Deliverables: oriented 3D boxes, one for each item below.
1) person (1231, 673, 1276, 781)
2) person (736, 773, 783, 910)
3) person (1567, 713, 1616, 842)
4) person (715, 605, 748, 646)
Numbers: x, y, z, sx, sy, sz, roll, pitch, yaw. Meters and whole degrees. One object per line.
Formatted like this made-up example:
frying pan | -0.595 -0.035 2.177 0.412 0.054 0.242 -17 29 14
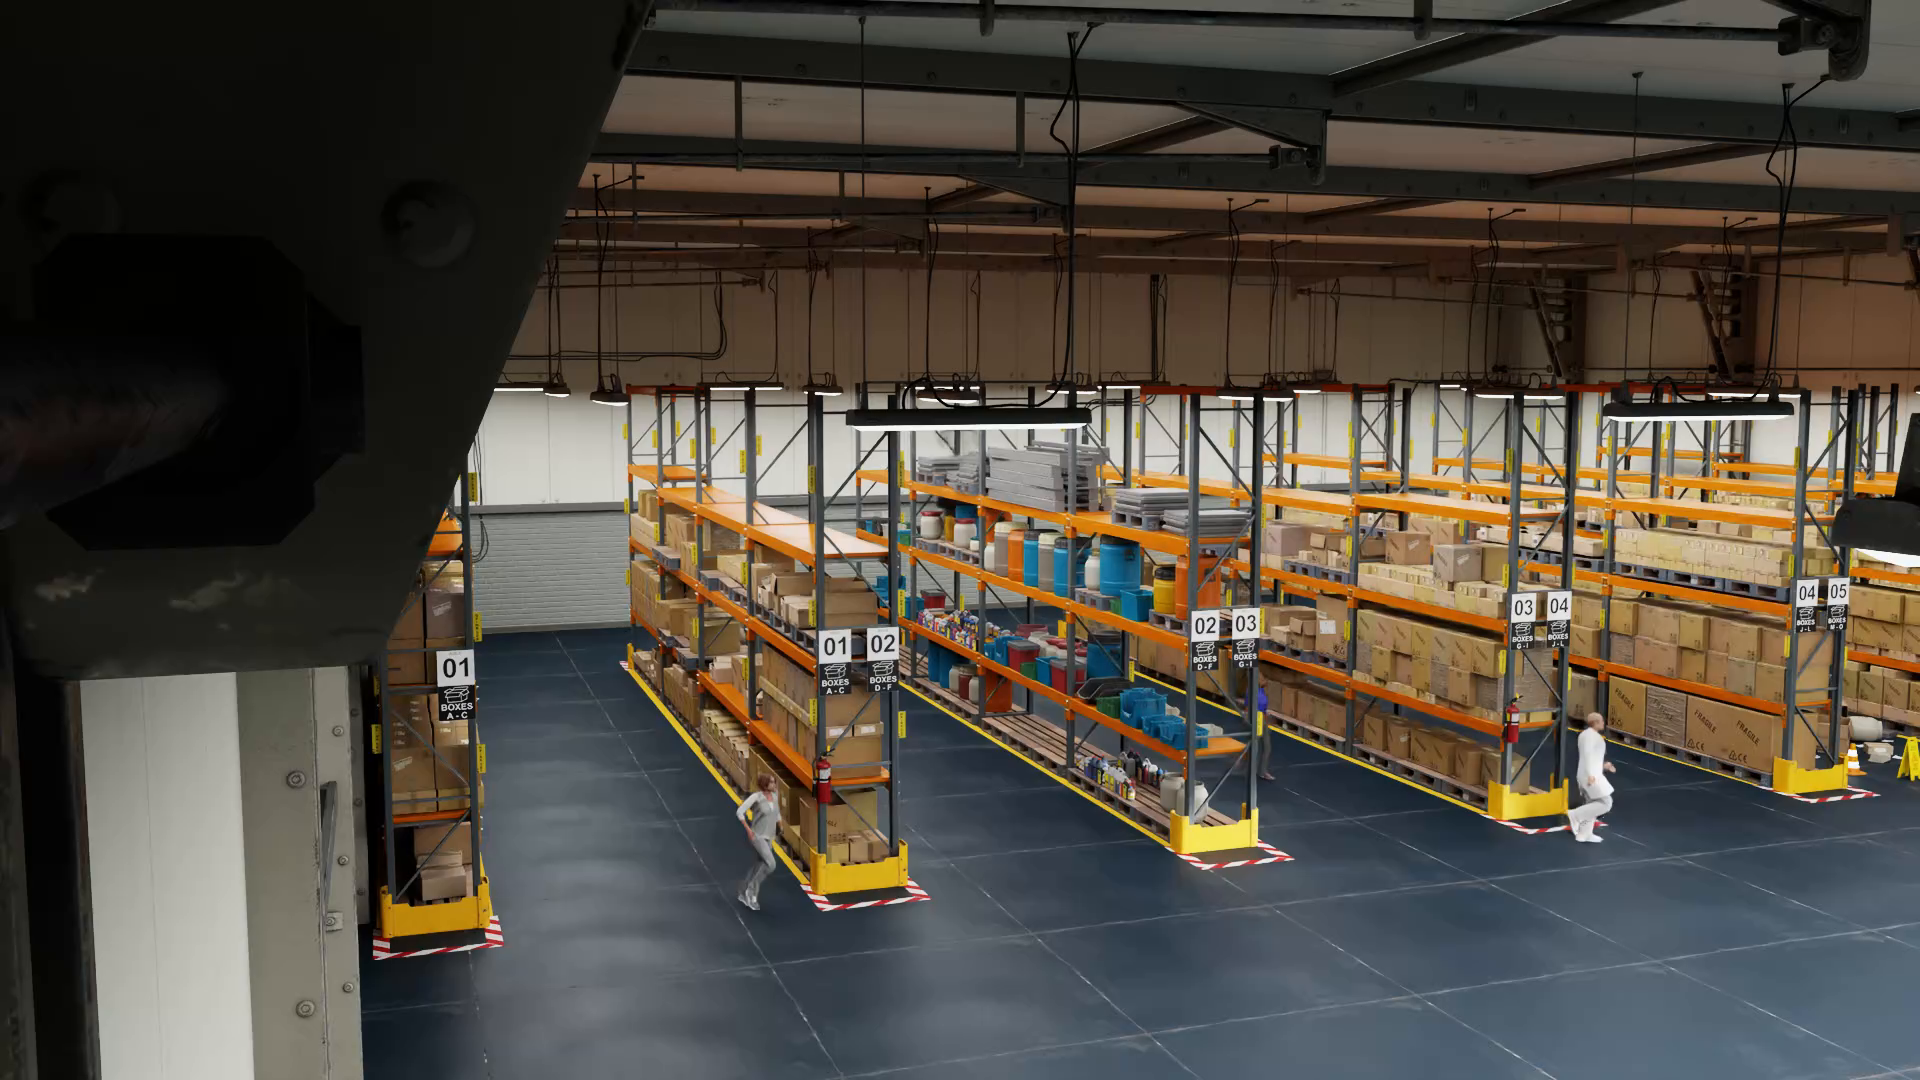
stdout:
person | 4.549 2.873 25.756 0.758 1.653 0.575 4 7 35
person | -2.318 3.530 19.606 0.584 1.569 0.535 4 7 32
person | 8.466 3.185 22.252 0.646 1.746 0.748 1 6 6
person | -4.861 1.822 35.983 0.768 1.720 0.808 5 8 41
